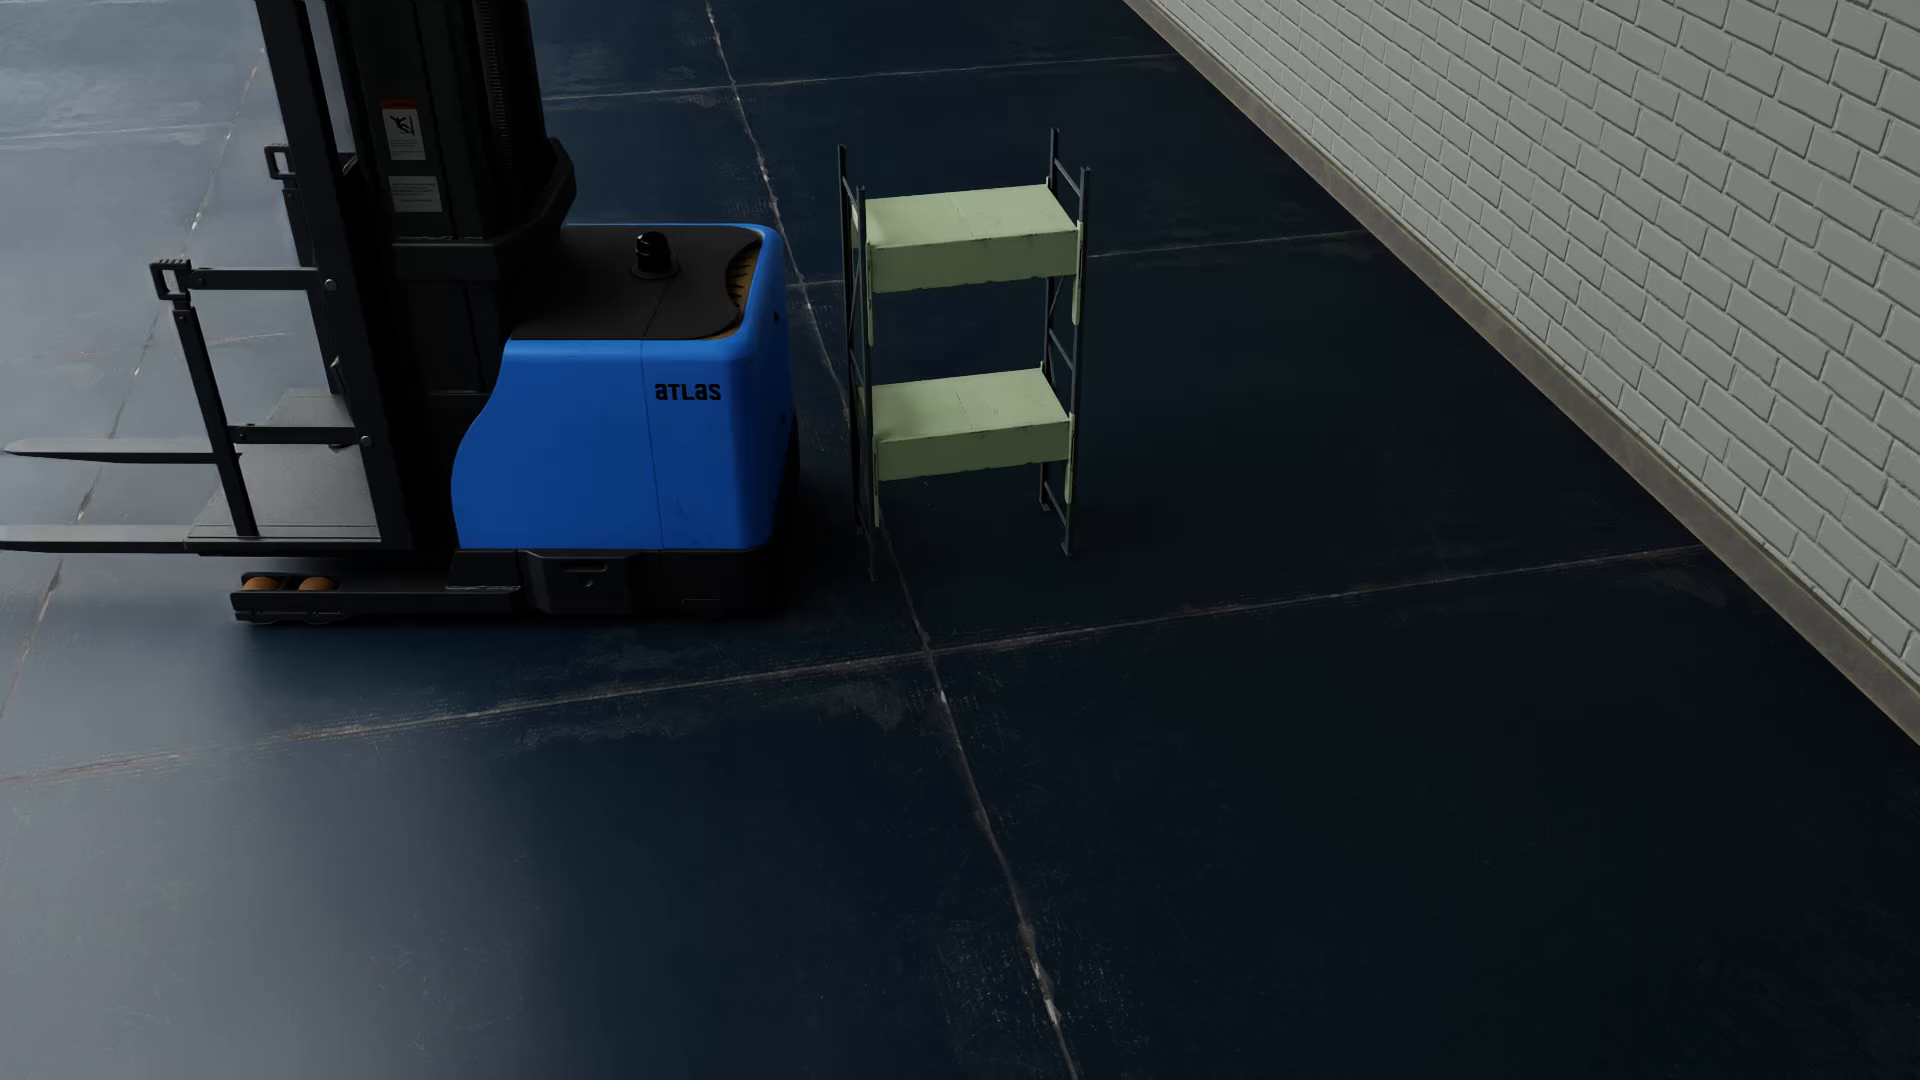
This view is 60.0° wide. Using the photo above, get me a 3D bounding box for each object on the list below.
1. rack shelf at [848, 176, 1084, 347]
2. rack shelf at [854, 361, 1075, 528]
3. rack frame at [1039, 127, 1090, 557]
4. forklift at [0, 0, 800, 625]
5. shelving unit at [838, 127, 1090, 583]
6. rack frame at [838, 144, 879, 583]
[{"bbox_3d":[0.007,-0.948,5.616,0.720,0.370,0.431,-7,35,-11],"label":"rack shelf"},{"bbox_3d":[0.007,-0.353,6.015,0.720,0.370,0.431,-7,35,-11],"label":"rack shelf"},{"bbox_3d":[0.364,-0.669,5.900,0.023,1.500,0.400,-7,35,-11],"label":"rack frame"},{"bbox_3d":[-2.147,-1.216,5.431,3.031,2.935,1.130,0,34,0],"label":"forklift"},{"bbox_3d":[0.007,-0.624,5.833,0.755,1.500,0.431,-7,35,-11],"label":"shelving unit"},{"bbox_3d":[-0.350,-0.579,5.766,0.023,1.500,0.400,-7,35,-11],"label":"rack frame"}]
